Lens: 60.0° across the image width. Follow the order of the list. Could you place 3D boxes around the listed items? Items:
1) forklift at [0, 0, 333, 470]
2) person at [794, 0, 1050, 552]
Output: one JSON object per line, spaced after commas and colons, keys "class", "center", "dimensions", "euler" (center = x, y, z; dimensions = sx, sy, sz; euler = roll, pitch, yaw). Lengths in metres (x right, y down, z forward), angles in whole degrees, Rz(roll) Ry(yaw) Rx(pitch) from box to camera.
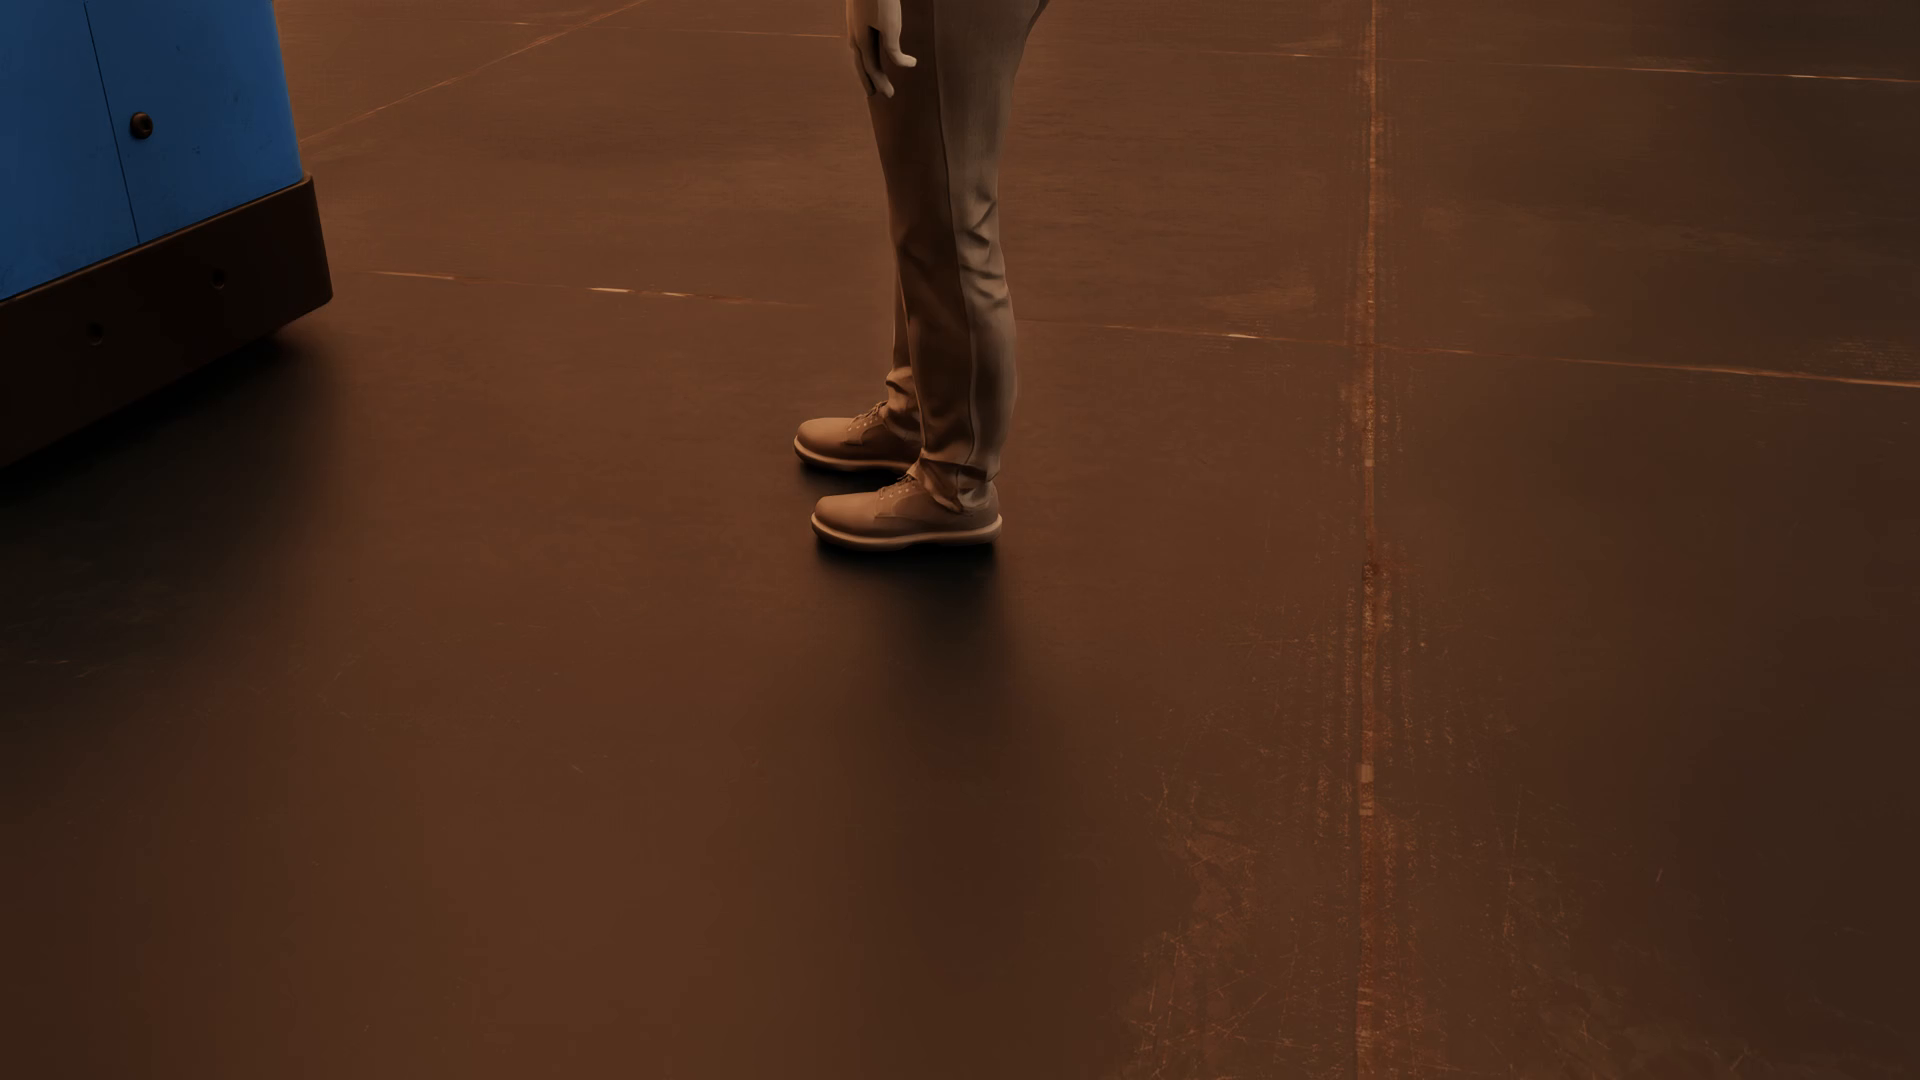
{"class": "forklift", "center": [-2.814, -1.713, 2.641], "dimensions": [3.031, 2.935, 1.130], "euler": [8, 28, 15]}
{"class": "person", "center": [-0.065, -0.772, 2.134], "dimensions": [0.531, 1.695, 0.587], "euler": [6, 27, 11]}
